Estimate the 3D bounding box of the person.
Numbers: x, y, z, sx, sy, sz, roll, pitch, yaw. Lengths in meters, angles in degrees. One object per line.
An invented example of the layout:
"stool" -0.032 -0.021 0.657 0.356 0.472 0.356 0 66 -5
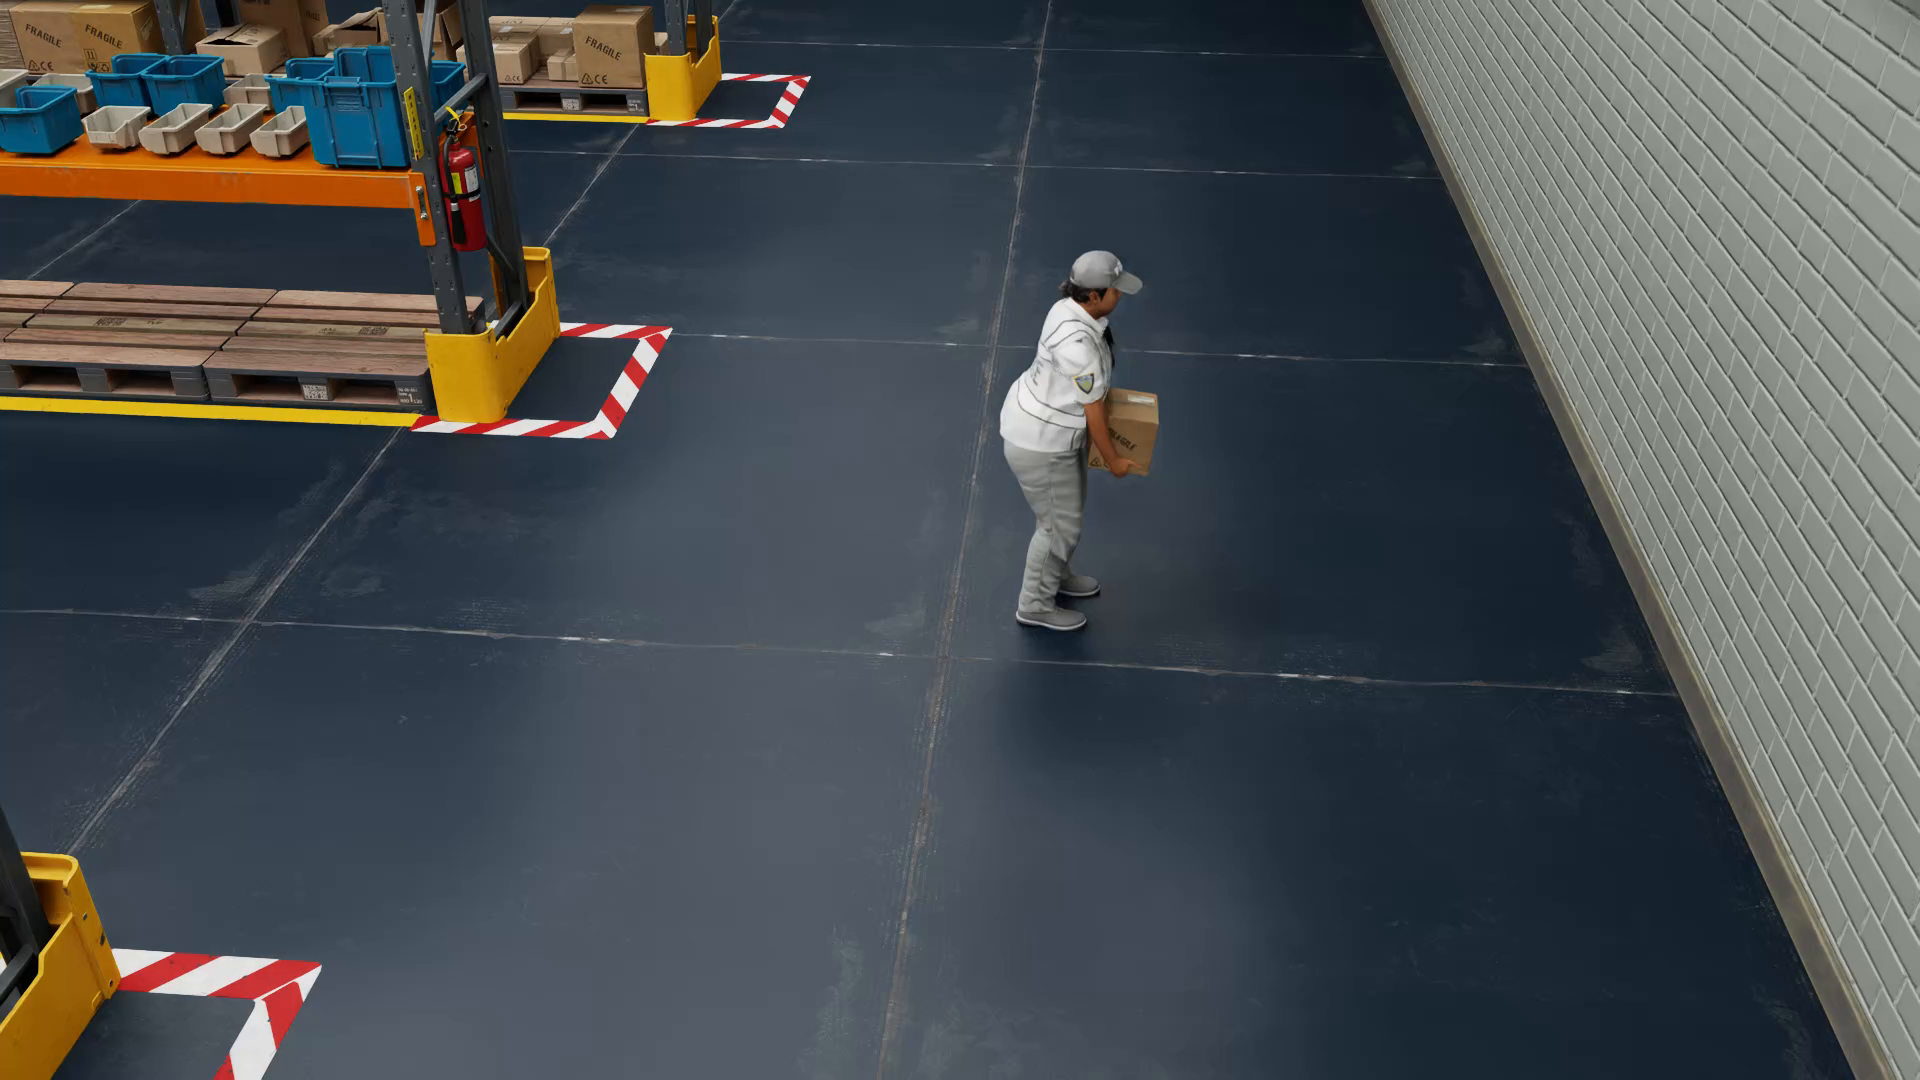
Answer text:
"person" 0.452 -0.411 6.821 0.580 1.639 0.452 2 32 3
